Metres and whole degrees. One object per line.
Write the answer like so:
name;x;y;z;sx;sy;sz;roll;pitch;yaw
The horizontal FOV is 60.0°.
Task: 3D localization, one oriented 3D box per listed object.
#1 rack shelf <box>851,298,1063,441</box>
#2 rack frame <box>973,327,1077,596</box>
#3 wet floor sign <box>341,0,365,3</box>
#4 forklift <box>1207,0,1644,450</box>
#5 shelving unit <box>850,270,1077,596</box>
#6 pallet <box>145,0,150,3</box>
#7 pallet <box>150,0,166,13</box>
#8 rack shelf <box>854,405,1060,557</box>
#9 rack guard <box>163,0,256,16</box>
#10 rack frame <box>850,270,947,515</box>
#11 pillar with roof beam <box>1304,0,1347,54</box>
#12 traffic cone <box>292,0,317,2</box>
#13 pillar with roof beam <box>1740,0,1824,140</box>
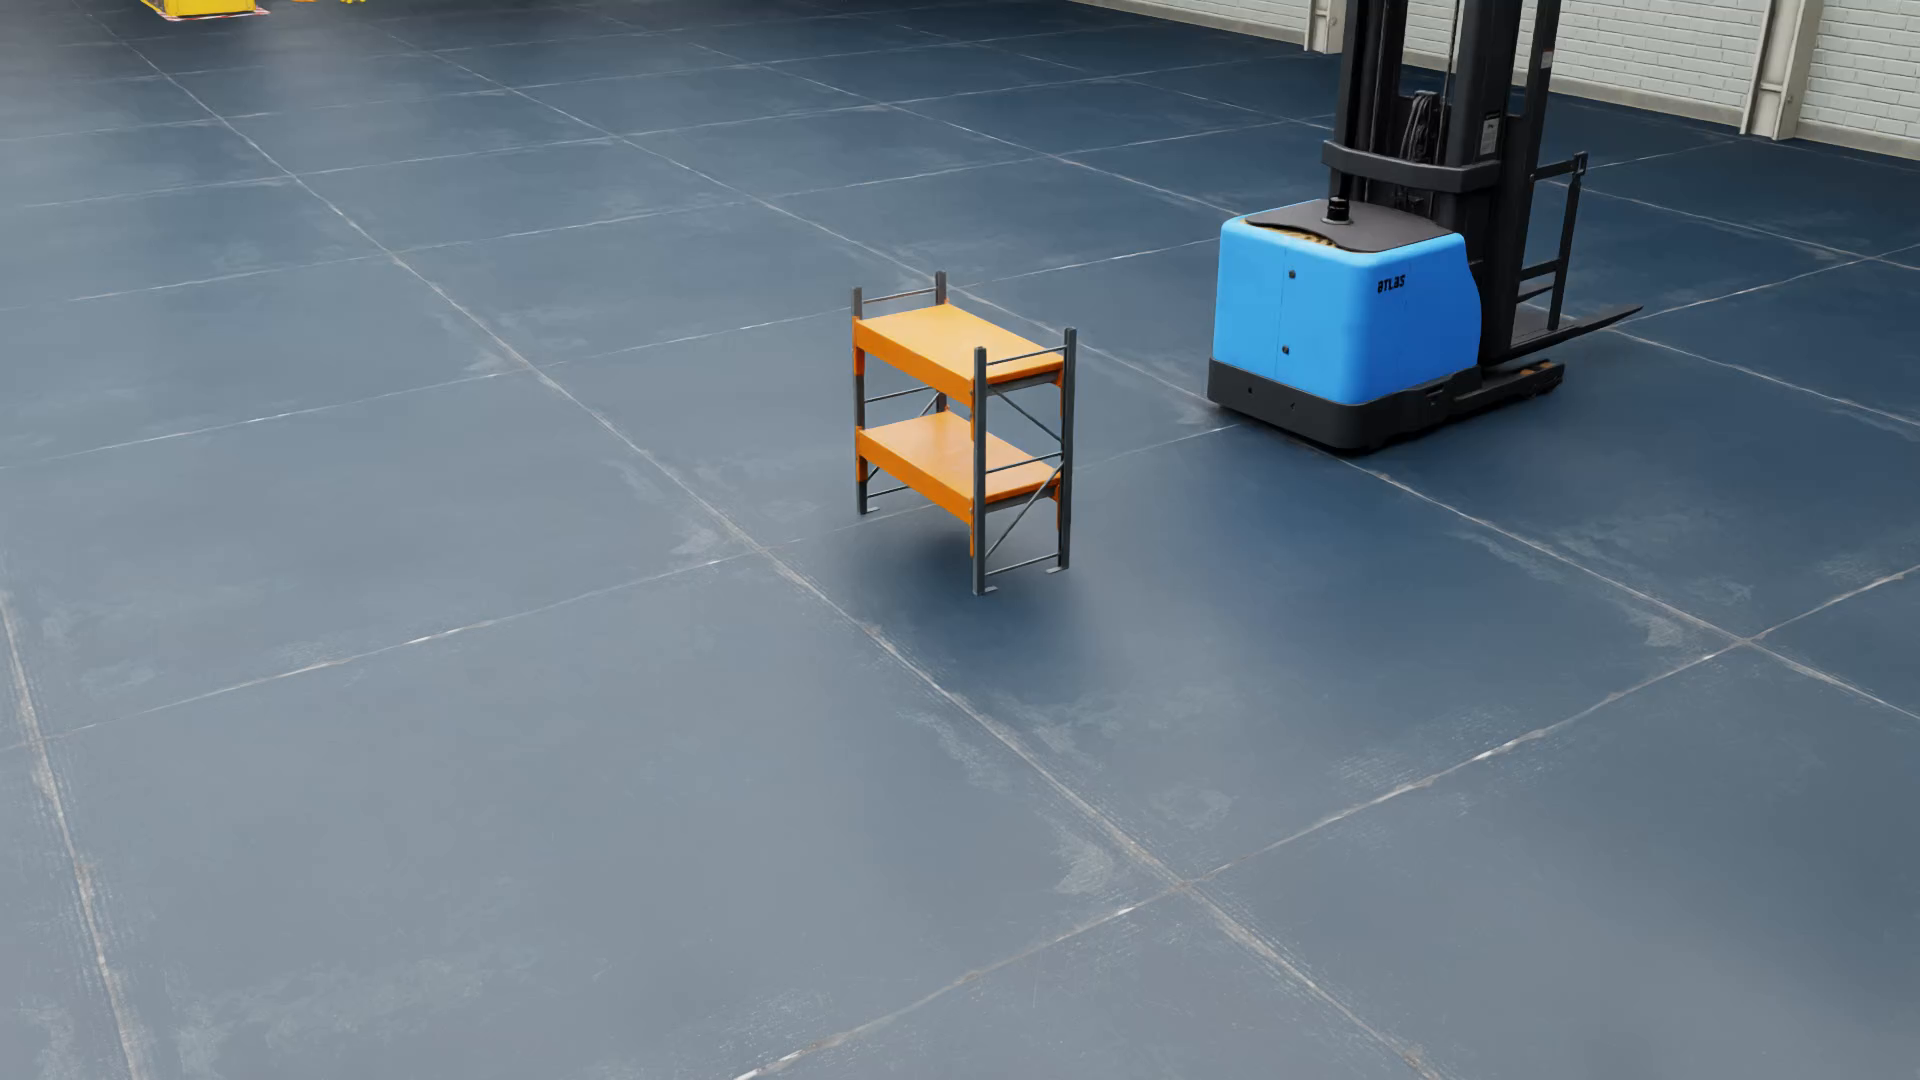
rack shelf;-0.004;-0.776;7.390;0.538;0.278;1.000;-16;29;-30
rack frame;0.274;-0.329;7.130;0.500;1.125;0.032;-16;29;-30
wet floor sign;-9.001;-8.275;24.522;0.267;0.644;0.232;-22;33;-38
forklift;2.846;-2.288;9.162;3.031;2.935;1.130;-19;31;-34
shelving unit;-0.004;-0.511;7.515;0.538;1.125;1.048;-16;29;-30
pallet;-11.840;-8.331;25.150;1.003;0.211;1.213;-16;29;-30
pallet;-11.178;-7.895;24.227;1.003;0.211;1.213;-16;29;-30
rack shelf;-0.004;-0.290;7.619;0.538;0.278;1.000;-16;29;-30
rack guard;-10.663;-7.749;23.580;1.175;0.500;0.348;-16;29;-30
rack frame;-0.281;-0.693;7.900;0.500;1.125;0.032;-16;29;-30
pillar with roof beam;0.892;-9.113;16.512;9.100;9.000;0.400;-16;29;-30
traffic cone;-9.776;-8.262;24.709;0.336;0.463;0.334;-16;29;-30
pillar with roof beam;4.167;-6.967;11.966;9.100;9.000;0.400;-16;29;-30
